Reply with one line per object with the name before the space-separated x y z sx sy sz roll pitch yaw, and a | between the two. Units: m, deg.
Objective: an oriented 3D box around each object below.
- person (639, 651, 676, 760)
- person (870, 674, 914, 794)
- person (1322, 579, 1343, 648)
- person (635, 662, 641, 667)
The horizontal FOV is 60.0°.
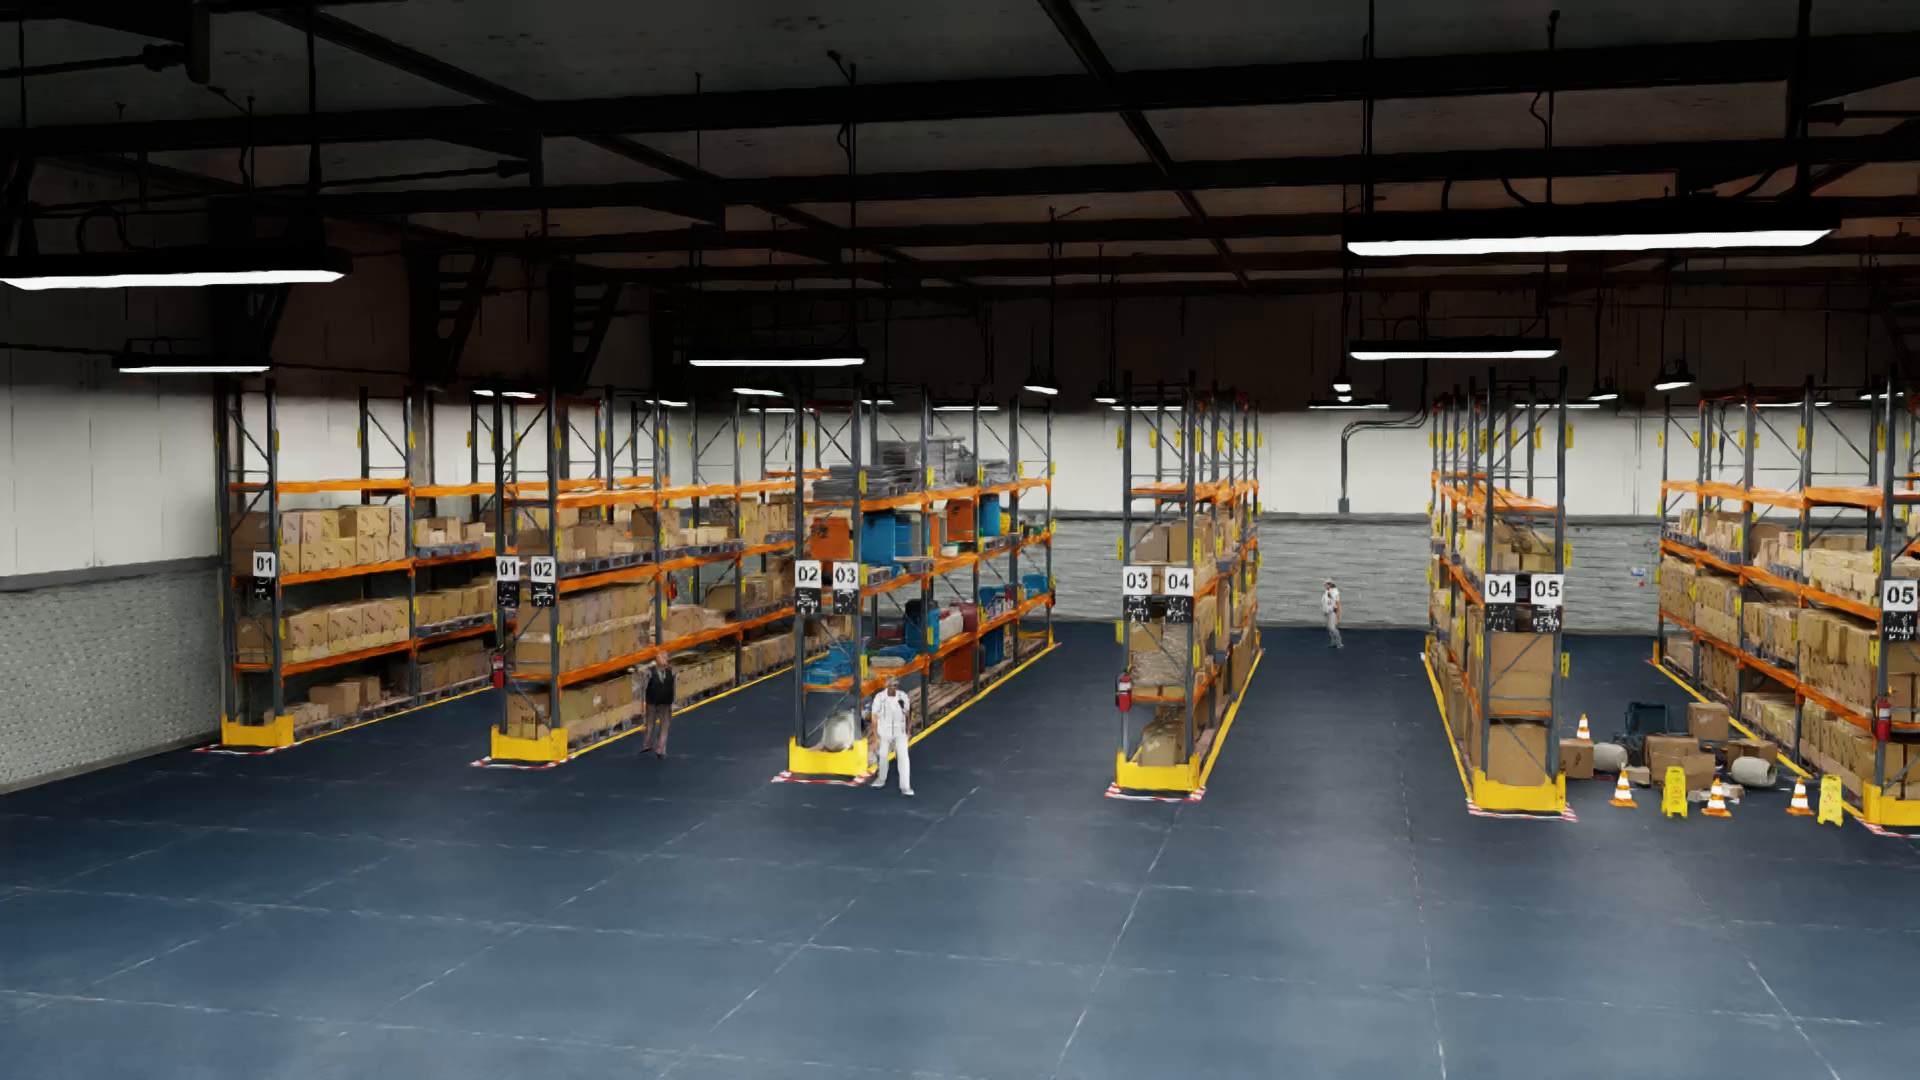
person | -4.762 2.580 26.180 0.580 1.710 0.542 -1 4 -23
person | -0.969 2.733 23.618 0.586 1.711 0.972 -1 3 -9
person | 8.998 1.760 40.130 0.422 1.658 0.608 -1 4 -17
person | -7.162 2.024 35.967 0.502 1.625 0.997 1 4 12
